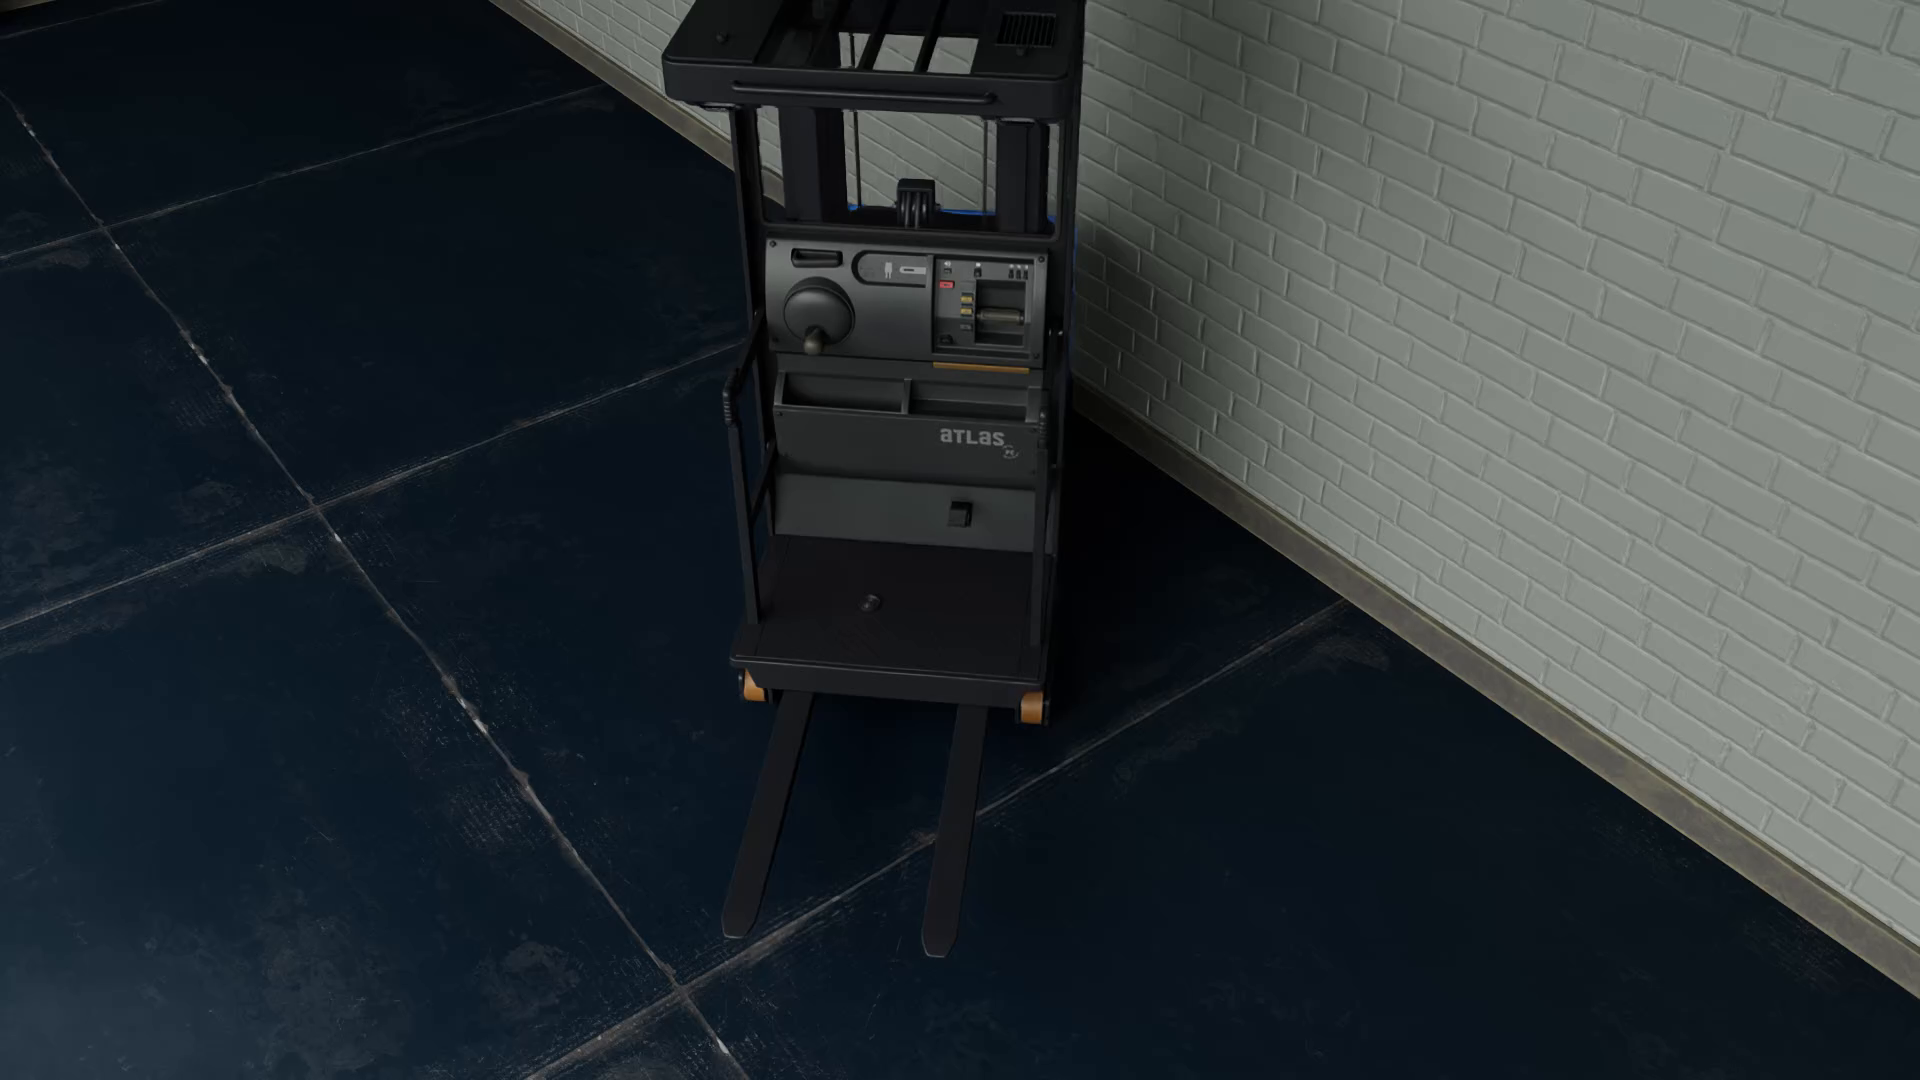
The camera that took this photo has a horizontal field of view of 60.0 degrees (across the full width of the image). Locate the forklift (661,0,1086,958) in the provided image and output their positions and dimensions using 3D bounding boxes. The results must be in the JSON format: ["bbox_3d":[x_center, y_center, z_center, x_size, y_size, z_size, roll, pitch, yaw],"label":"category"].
[{"bbox_3d":[-0.200,-0.709,5.303,1.130,2.935,3.031,4,40,5],"label":"forklift"}]

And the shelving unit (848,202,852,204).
[{"bbox_3d":[-0.413,-1.001,7.261,0.258,0.900,0.210,17,42,19],"label":"shelving unit"}]

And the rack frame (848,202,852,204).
[{"bbox_3d":[-0.370,-1.059,7.332,0.240,0.900,0.006,17,42,19],"label":"rack frame"}]
